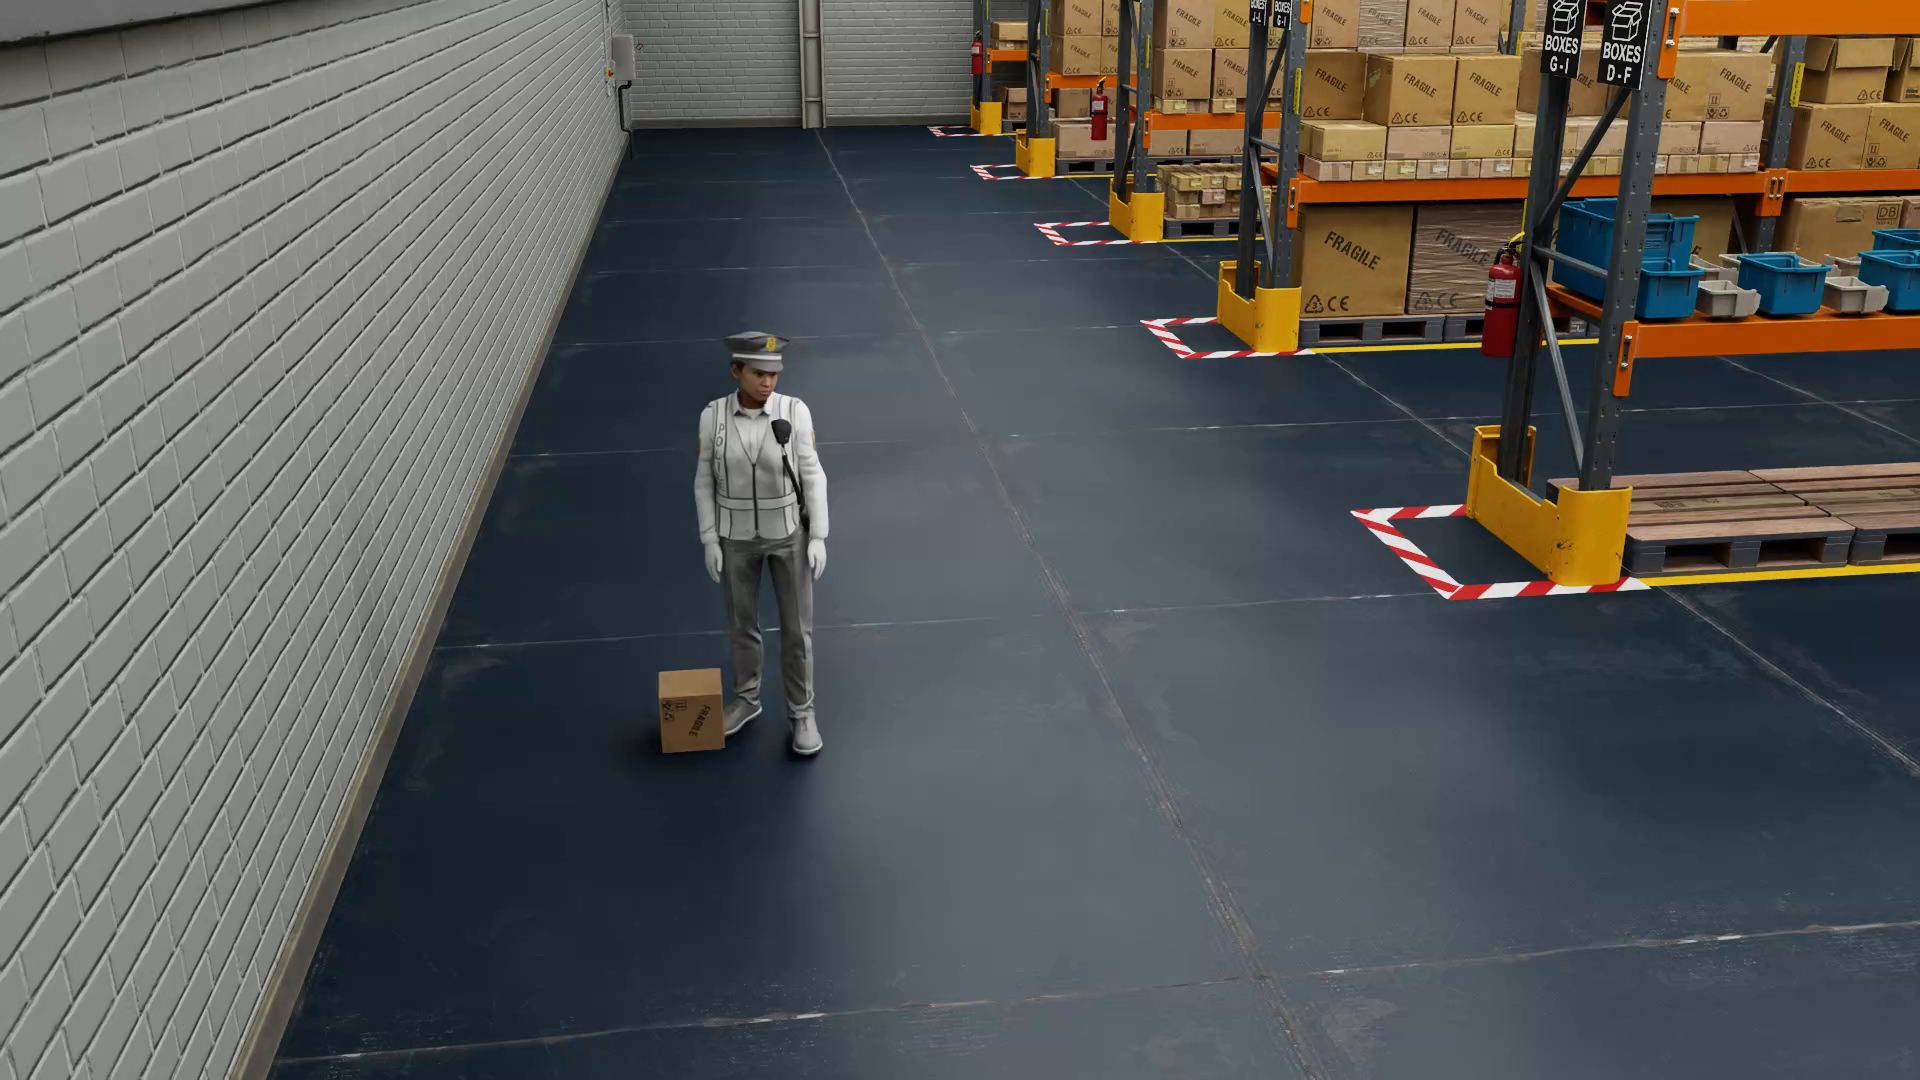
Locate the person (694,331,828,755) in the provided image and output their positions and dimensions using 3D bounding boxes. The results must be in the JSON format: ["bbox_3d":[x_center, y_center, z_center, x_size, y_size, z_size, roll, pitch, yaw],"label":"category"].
[{"bbox_3d":[-0.776,0.004,6.478,0.512,1.675,0.411,0,20,1],"label":"person"}]
